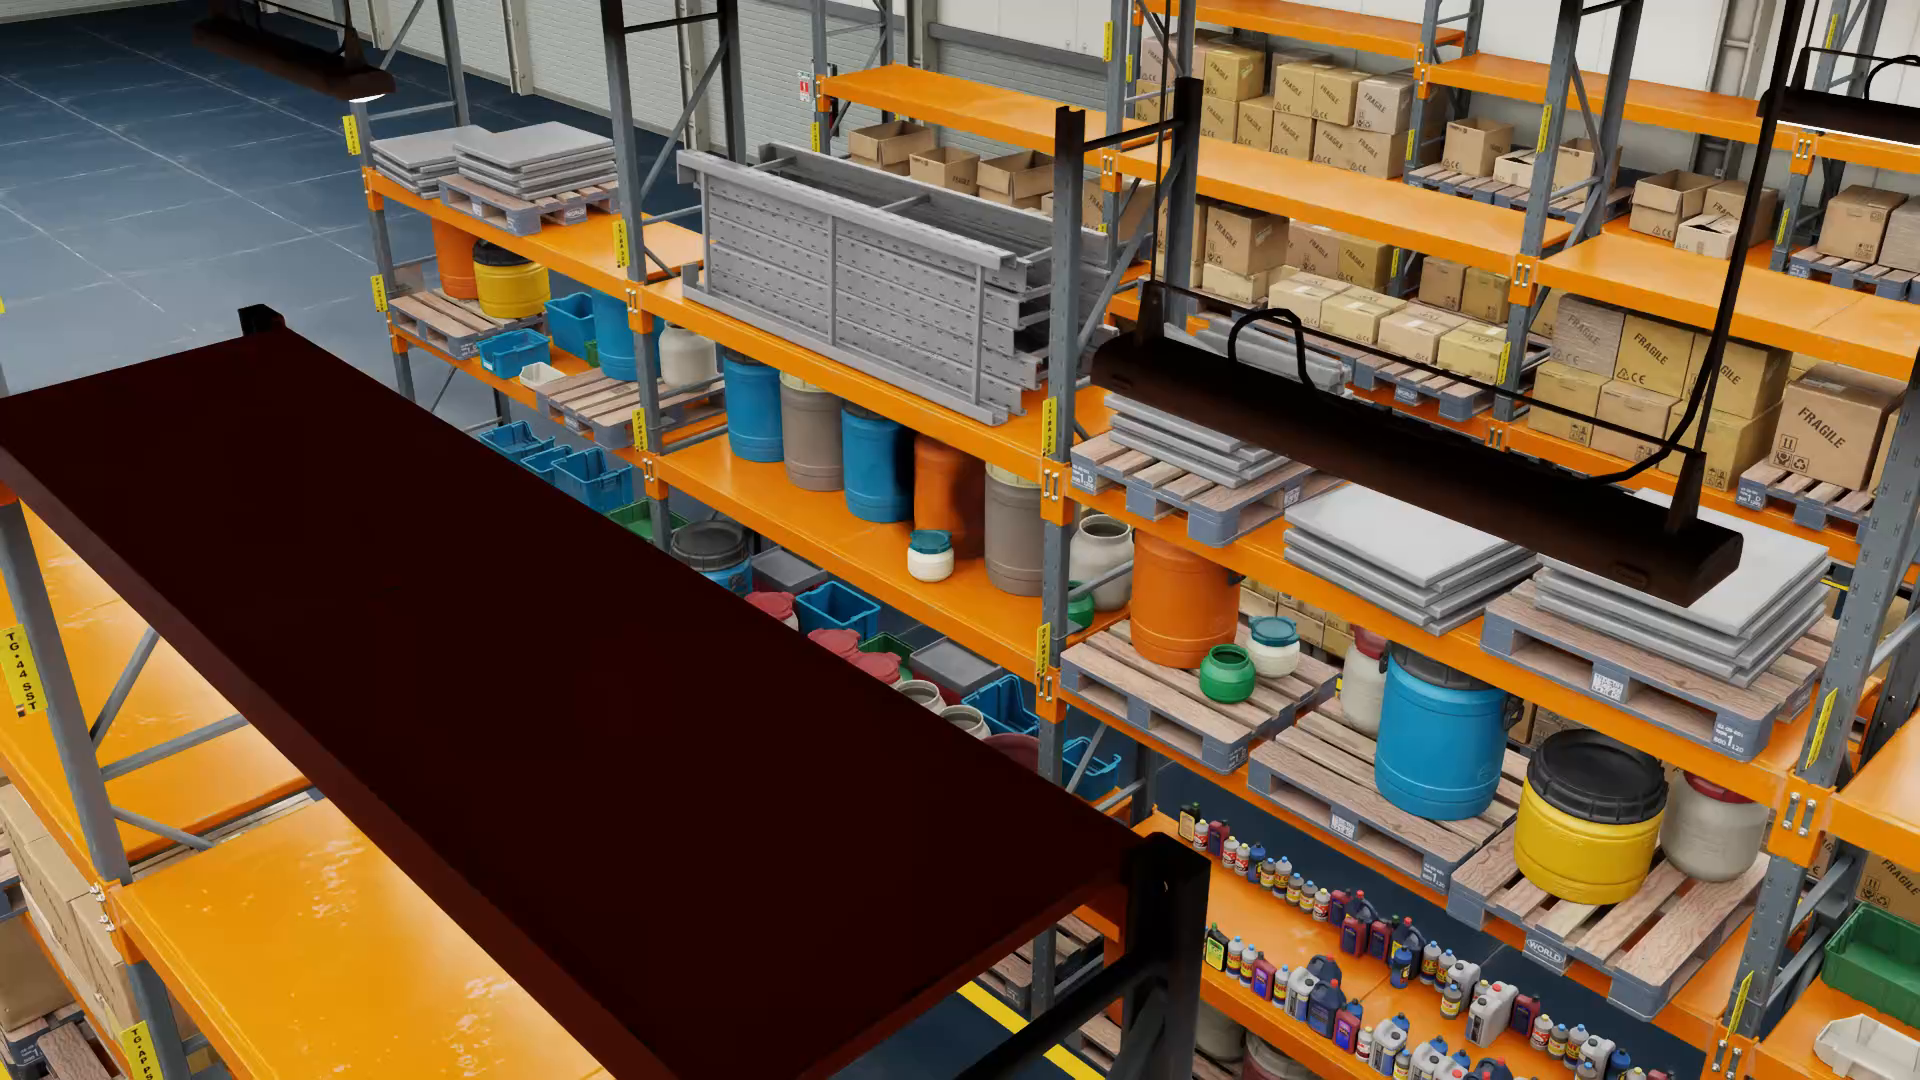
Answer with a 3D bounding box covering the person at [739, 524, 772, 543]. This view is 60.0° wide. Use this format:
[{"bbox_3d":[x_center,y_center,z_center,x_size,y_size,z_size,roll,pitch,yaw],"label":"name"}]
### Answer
[{"bbox_3d":[-2.076,-0.695,16.427,0.541,1.645,0.545,-8,29,-14],"label":"person"}]
